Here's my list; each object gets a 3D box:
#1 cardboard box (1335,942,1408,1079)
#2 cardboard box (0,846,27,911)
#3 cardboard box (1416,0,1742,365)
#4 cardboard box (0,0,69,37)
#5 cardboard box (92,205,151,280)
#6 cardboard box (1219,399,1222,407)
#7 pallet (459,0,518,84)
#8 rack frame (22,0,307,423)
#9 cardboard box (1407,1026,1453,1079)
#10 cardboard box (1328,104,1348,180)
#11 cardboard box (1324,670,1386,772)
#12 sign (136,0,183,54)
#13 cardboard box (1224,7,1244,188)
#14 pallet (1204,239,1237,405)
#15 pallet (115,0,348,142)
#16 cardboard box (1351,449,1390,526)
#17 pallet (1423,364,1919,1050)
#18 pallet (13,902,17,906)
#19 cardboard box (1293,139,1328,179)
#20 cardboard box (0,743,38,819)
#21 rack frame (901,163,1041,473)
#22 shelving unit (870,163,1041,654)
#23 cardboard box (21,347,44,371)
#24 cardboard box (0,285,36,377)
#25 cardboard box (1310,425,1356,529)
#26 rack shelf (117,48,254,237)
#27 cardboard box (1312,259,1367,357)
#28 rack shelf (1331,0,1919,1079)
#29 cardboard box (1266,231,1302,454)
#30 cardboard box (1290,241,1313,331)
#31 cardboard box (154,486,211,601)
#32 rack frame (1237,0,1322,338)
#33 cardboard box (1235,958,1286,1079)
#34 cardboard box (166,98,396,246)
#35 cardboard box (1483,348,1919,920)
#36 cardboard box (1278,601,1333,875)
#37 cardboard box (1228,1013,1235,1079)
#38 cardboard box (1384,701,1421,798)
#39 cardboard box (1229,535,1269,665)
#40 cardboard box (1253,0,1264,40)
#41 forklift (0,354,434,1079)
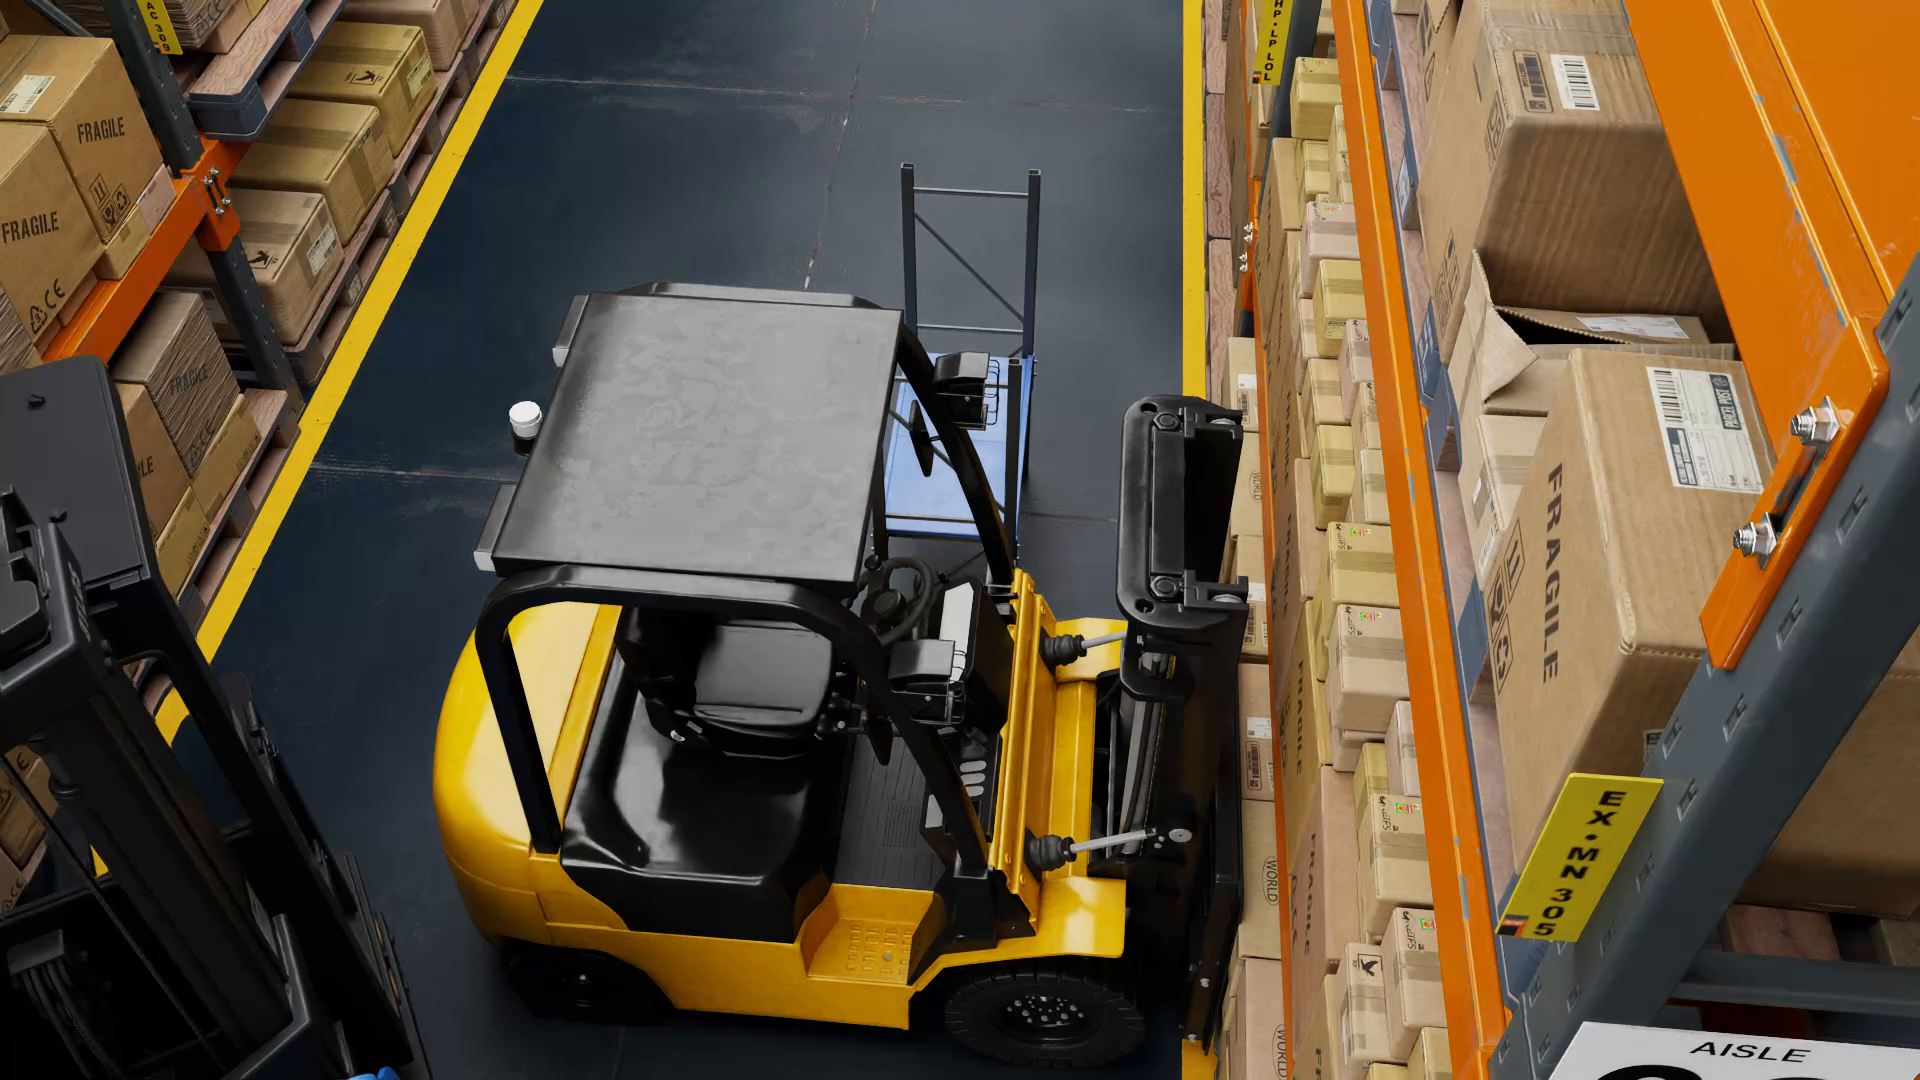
[{"bbox_3d":[0.959,0.968,3.325,0.380,0.149,0.250,5,48,4],"label":"cardboard box"},{"bbox_3d":[-3.328,1.190,5.207,0.500,0.250,0.500,5,48,5],"label":"cardboard box"},{"bbox_3d":[1.203,-0.625,2.836,0.700,0.500,0.500,4,48,4],"label":"cardboard box"},{"bbox_3d":[-3.553,-2.217,6.191,0.500,0.500,0.500,3,48,3],"label":"cardboard box"},{"bbox_3d":[-3.108,-1.061,5.858,0.380,0.149,0.250,5,48,4],"label":"cardboard box"},{"bbox_3d":[1.226,-0.303,6.235,0.500,0.250,0.500,4,48,3],"label":"cardboard box"},{"bbox_3d":[-3.074,-3.011,9.361,1.003,0.211,1.213,4,48,4],"label":"pallet"},{"bbox_3d":[-3.366,-1.587,6.168,1.000,3.000,0.127,4,48,4],"label":"rack frame"},{"bbox_3d":[1.035,1.053,3.045,0.380,0.149,0.250,4,48,4],"label":"cardboard box"},{"bbox_3d":[1.336,-1.195,5.101,0.380,0.149,0.250,5,48,4],"label":"cardboard box"},{"bbox_3d":[1.055,0.400,3.844,0.380,0.149,0.250,2,48,2],"label":"cardboard box"},{"bbox_3d":[-2.825,-1.848,5.821,0.100,0.325,0.005,4,48,4],"label":"sign"},{"bbox_3d":[1.758,-2.102,7.965,0.875,0.625,0.625,2,48,2],"label":"cardboard box"},{"bbox_3d":[1.605,-0.859,7.392,1.003,0.211,1.213,4,48,4],"label":"pallet"},{"bbox_3d":[-3.152,-2.074,6.744,1.003,0.211,1.213,4,48,4],"label":"pallet"},{"bbox_3d":[1.169,-0.074,4.076,0.380,0.149,0.250,4,48,4],"label":"cardboard box"},{"bbox_3d":[1.303,0.183,2.577,1.003,0.211,1.213,4,48,4],"label":"pallet"},{"bbox_3d":[-3.615,1.643,5.104,1.003,0.211,1.213,4,48,4],"label":"pallet"},{"bbox_3d":[1.286,-1.292,5.391,0.380,0.149,0.250,3,48,3],"label":"cardboard box"},{"bbox_3d":[-3.283,0.542,5.292,0.500,0.500,0.500,5,48,4],"label":"cardboard box"},{"bbox_3d":[0.039,-0.817,6.481,0.500,1.500,0.032,4,48,4],"label":"rack frame"},{"bbox_3d":[-0.008,-0.443,6.139,0.538,1.500,1.048,4,48,4],"label":"shelving unit"},{"bbox_3d":[-3.181,-0.498,5.343,0.380,0.149,0.250,3,48,3],"label":"cardboard box"},{"bbox_3d":[-3.242,-0.617,5.012,0.500,0.500,0.500,5,48,5],"label":"cardboard box"},{"bbox_3d":[1.125,-0.157,4.353,0.380,0.149,0.250,3,48,3],"label":"cardboard box"},{"bbox_3d":[-3.184,-2.814,7.778,1.077,0.370,4.000,4,48,4],"label":"rack shelf"},{"bbox_3d":[1.182,-0.633,4.588,0.380,0.149,0.250,3,48,3],"label":"cardboard box"},{"bbox_3d":[1.395,-0.622,3.608,0.919,0.124,3.809,4,48,4],"label":"rack shelf"},{"bbox_3d":[1.246,-0.597,5.195,0.500,0.500,0.500,5,48,4],"label":"cardboard box"},{"bbox_3d":[1.172,-0.732,4.879,0.380,0.149,0.250,5,48,4],"label":"cardboard box"},{"bbox_3d":[-3.191,0.044,6.256,0.500,0.250,0.500,3,48,2],"label":"cardboard box"},{"bbox_3d":[1.577,-1.256,5.866,1.000,3.000,0.127,4,48,4],"label":"rack frame"},{"bbox_3d":[0.985,1.398,4.340,0.500,0.250,0.500,5,48,4],"label":"cardboard box"},{"bbox_3d":[-3.259,-1.756,7.819,0.950,0.372,0.625,7,48,6],"label":"cardboard box"},{"bbox_3d":[1.010,0.120,2.154,0.500,0.500,0.500,5,48,5],"label":"cardboard box"},{"bbox_3d":[1.099,0.513,4.180,0.500,0.500,0.500,3,48,3],"label":"cardboard box"},{"bbox_3d":[1.002,1.555,4.535,0.500,0.250,0.500,3,48,3],"label":"cardboard box"},{"bbox_3d":[1.120,0.498,3.553,0.380,0.149,0.250,4,48,4],"label":"cardboard box"},{"bbox_3d":[1.130,0.269,5.372,0.500,0.250,0.500,5,48,5],"label":"cardboard box"},{"bbox_3d":[1.407,-2.130,6.428,0.500,0.250,0.500,3,48,3],"label":"cardboard box"},{"bbox_3d":[-2.232,0.739,4.088,1.130,2.935,3.031,-20,51,-18],"label":"forklift"}]
